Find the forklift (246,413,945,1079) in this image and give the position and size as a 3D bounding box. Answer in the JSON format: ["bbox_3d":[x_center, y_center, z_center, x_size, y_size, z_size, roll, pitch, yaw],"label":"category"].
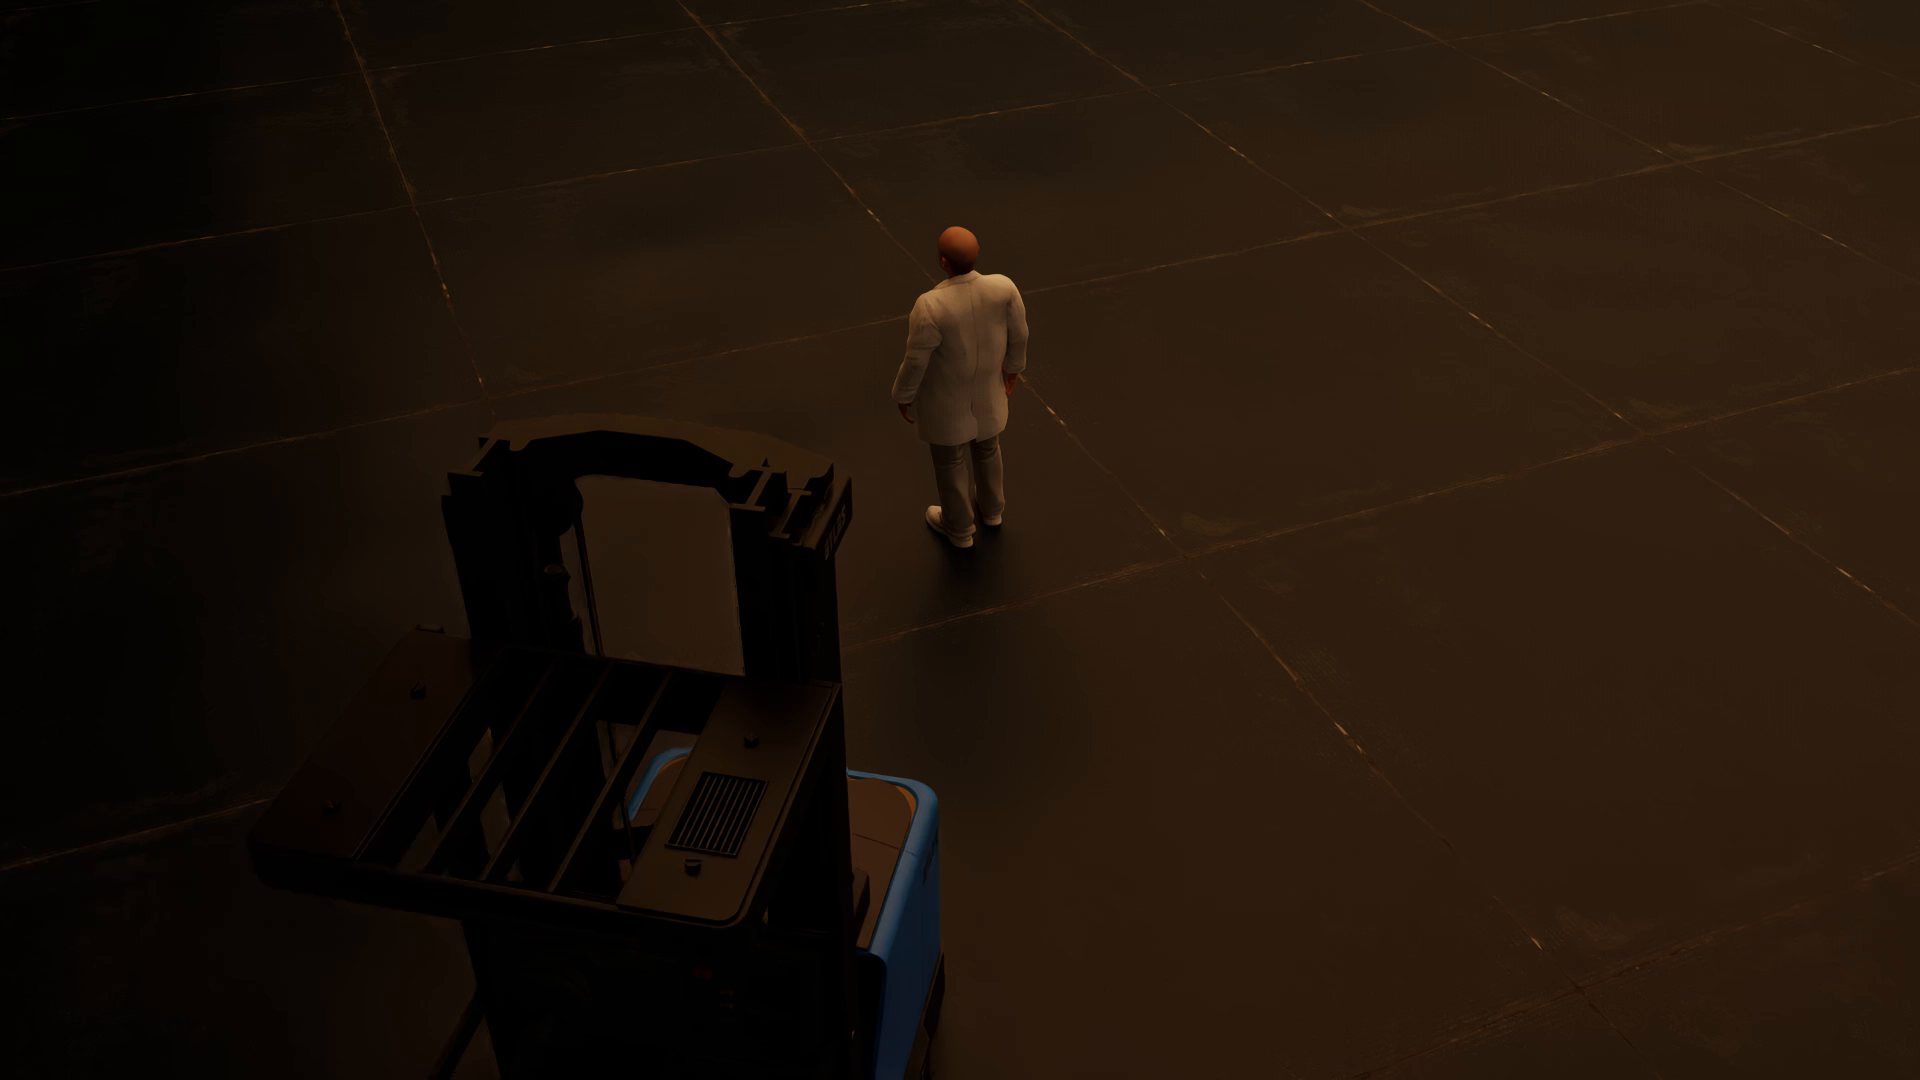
[{"bbox_3d":[-0.868,1.277,4.304,1.130,2.935,3.031,7,36,10],"label":"forklift"}]

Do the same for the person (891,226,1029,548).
[{"bbox_3d":[-0.032,-0.780,8.178,0.698,1.778,0.578,-14,38,-19],"label":"person"}]
